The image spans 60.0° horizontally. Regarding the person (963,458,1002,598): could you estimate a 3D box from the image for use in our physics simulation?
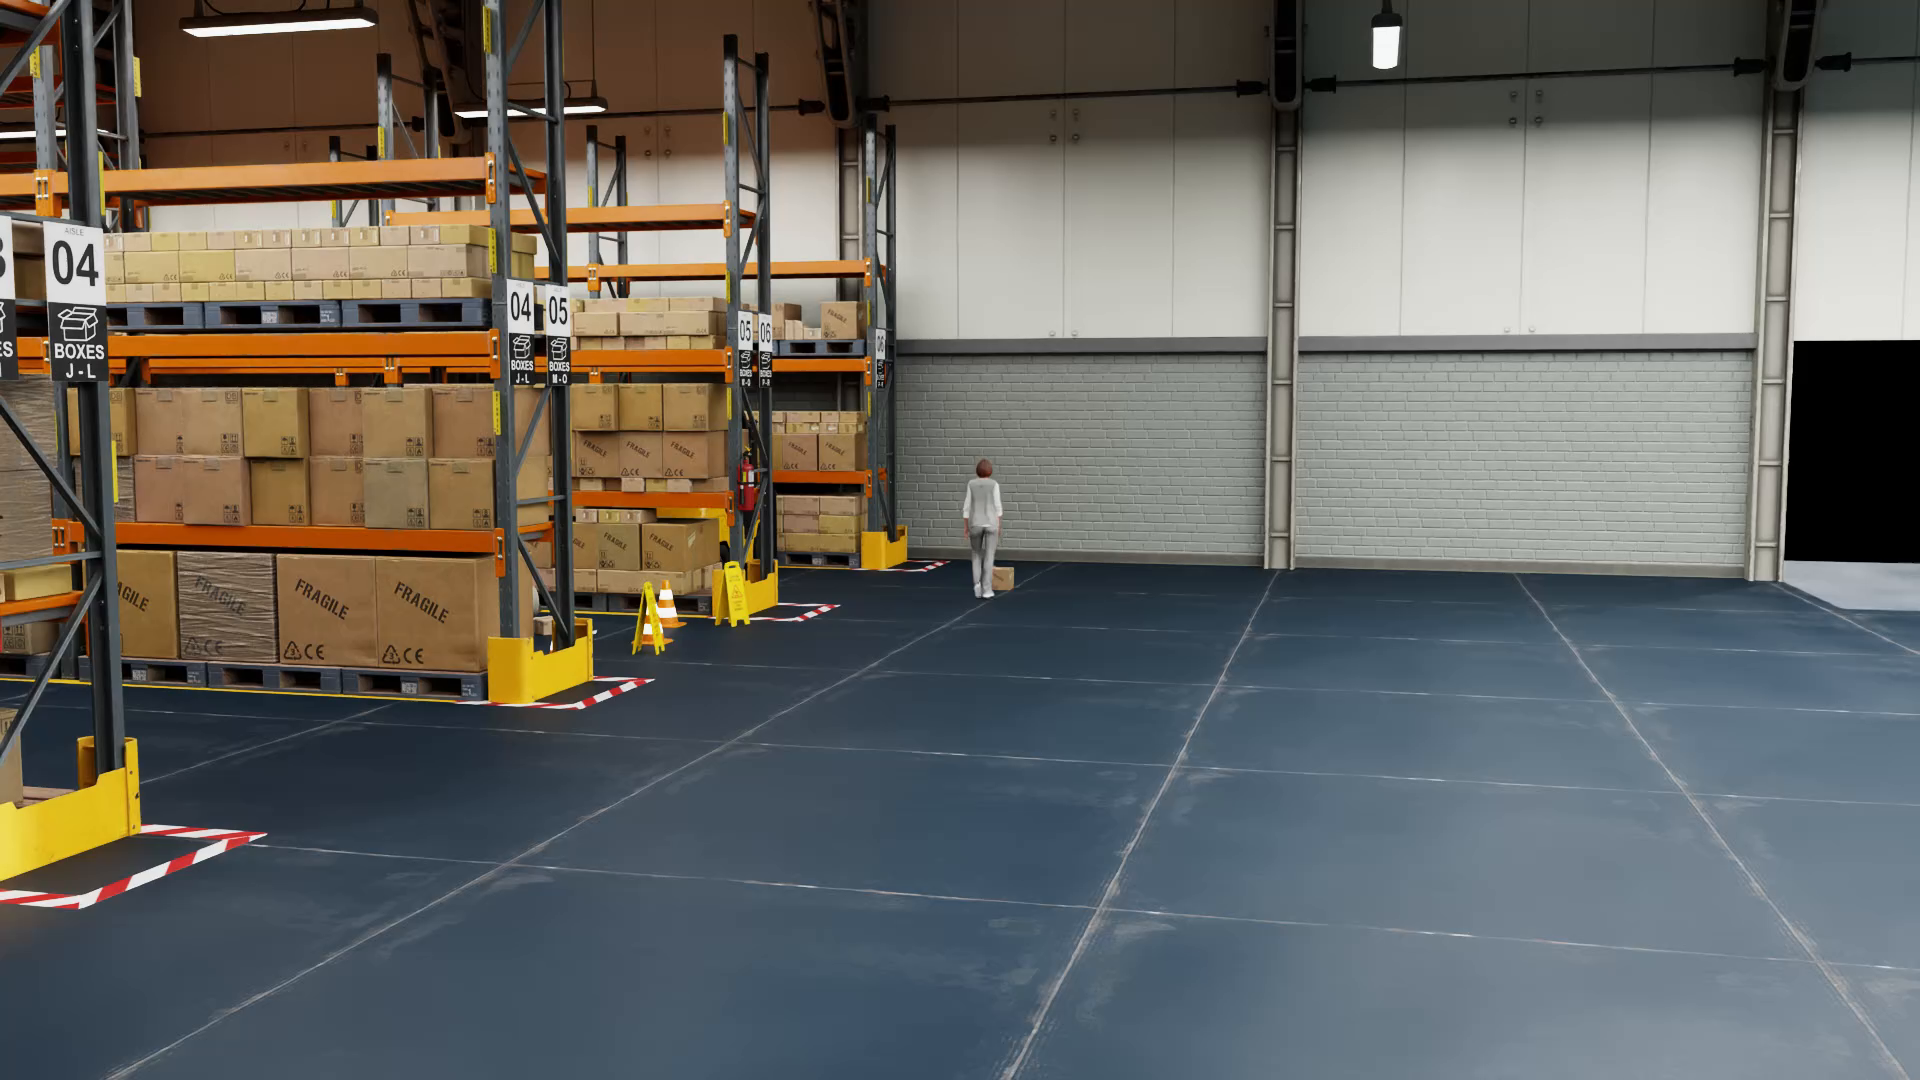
[{"bbox_3d":[0.257,-0.117,19.025,0.441,1.630,0.421,1,5,13],"label":"person"}]
